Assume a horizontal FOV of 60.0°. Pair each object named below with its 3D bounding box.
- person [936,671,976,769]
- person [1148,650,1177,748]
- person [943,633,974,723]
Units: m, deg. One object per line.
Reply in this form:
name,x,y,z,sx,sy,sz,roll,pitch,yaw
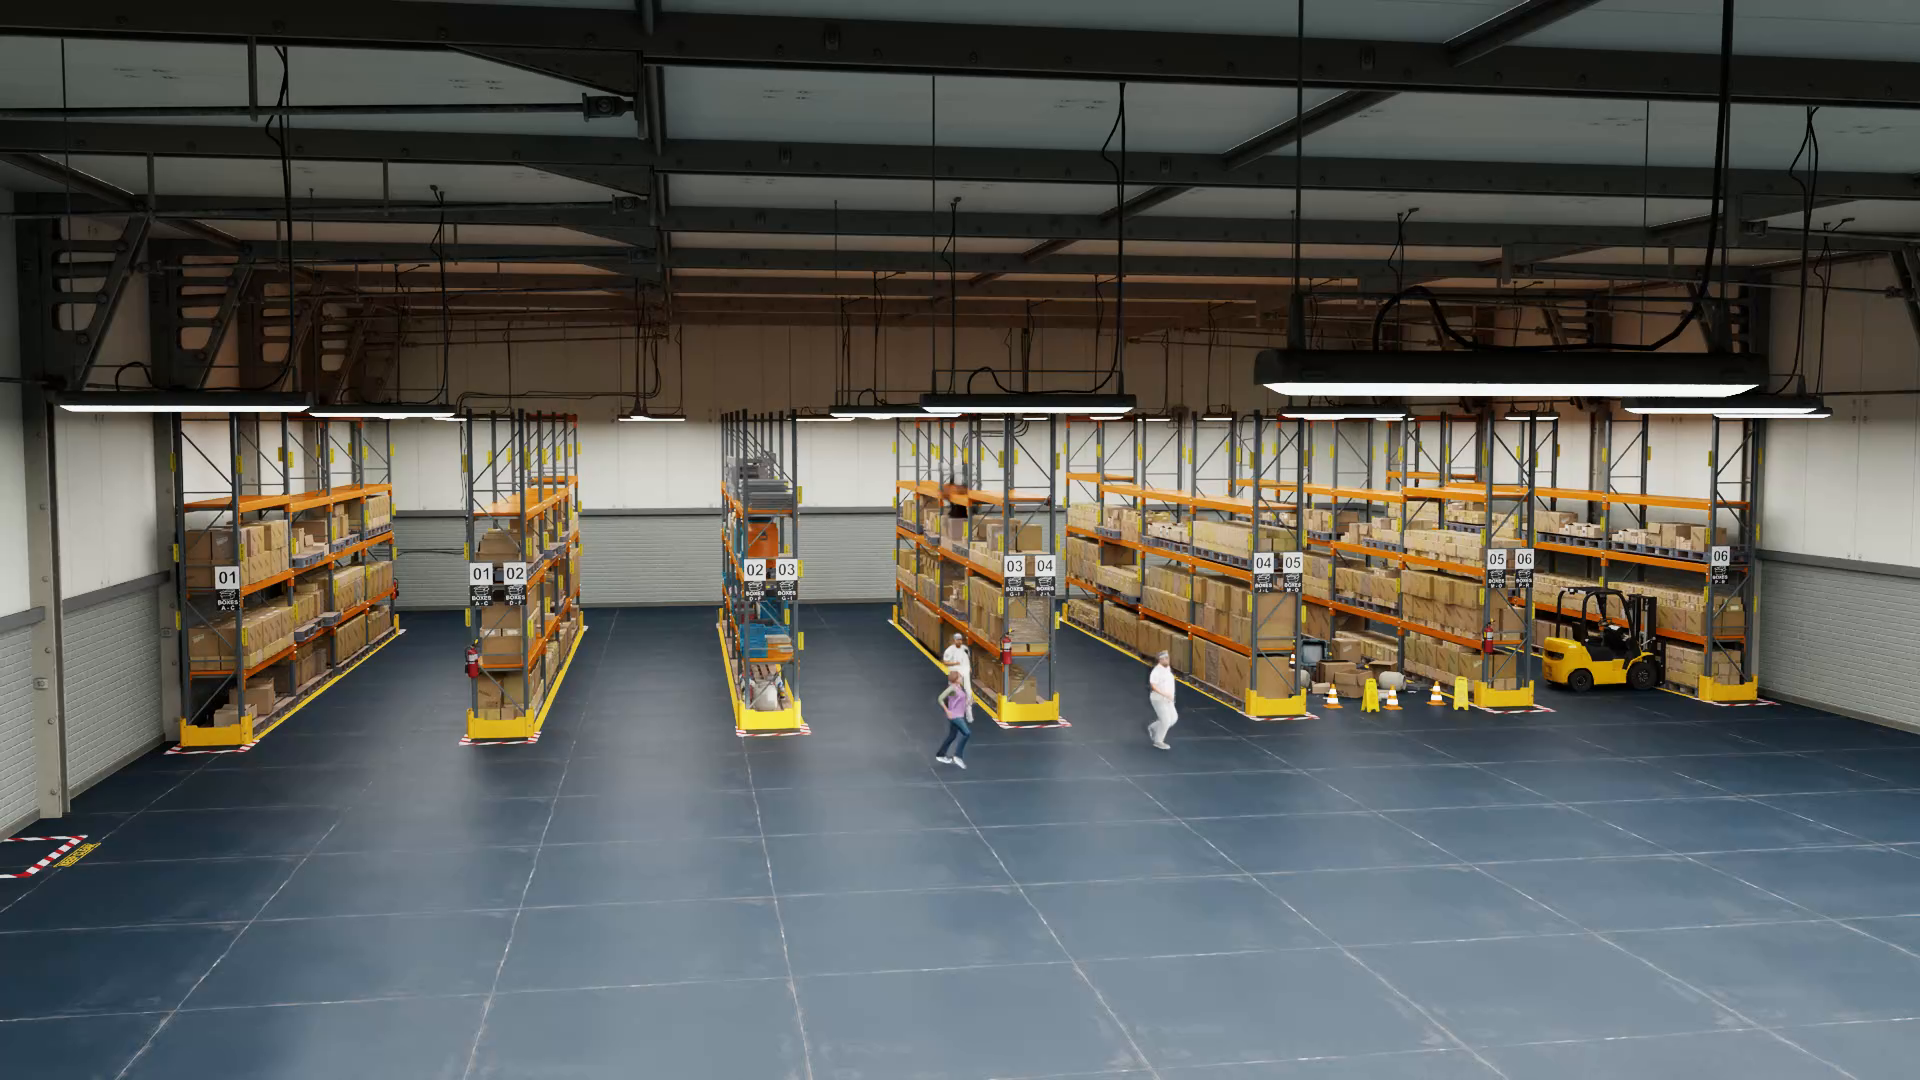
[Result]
person,-0.072,2.989,27.729,0.694,1.630,0.502,1,4,11
person,3.573,2.802,29.454,0.616,1.739,0.699,2,5,31
person,-0.042,2.645,32.076,0.615,1.716,0.727,-1,4,-17
